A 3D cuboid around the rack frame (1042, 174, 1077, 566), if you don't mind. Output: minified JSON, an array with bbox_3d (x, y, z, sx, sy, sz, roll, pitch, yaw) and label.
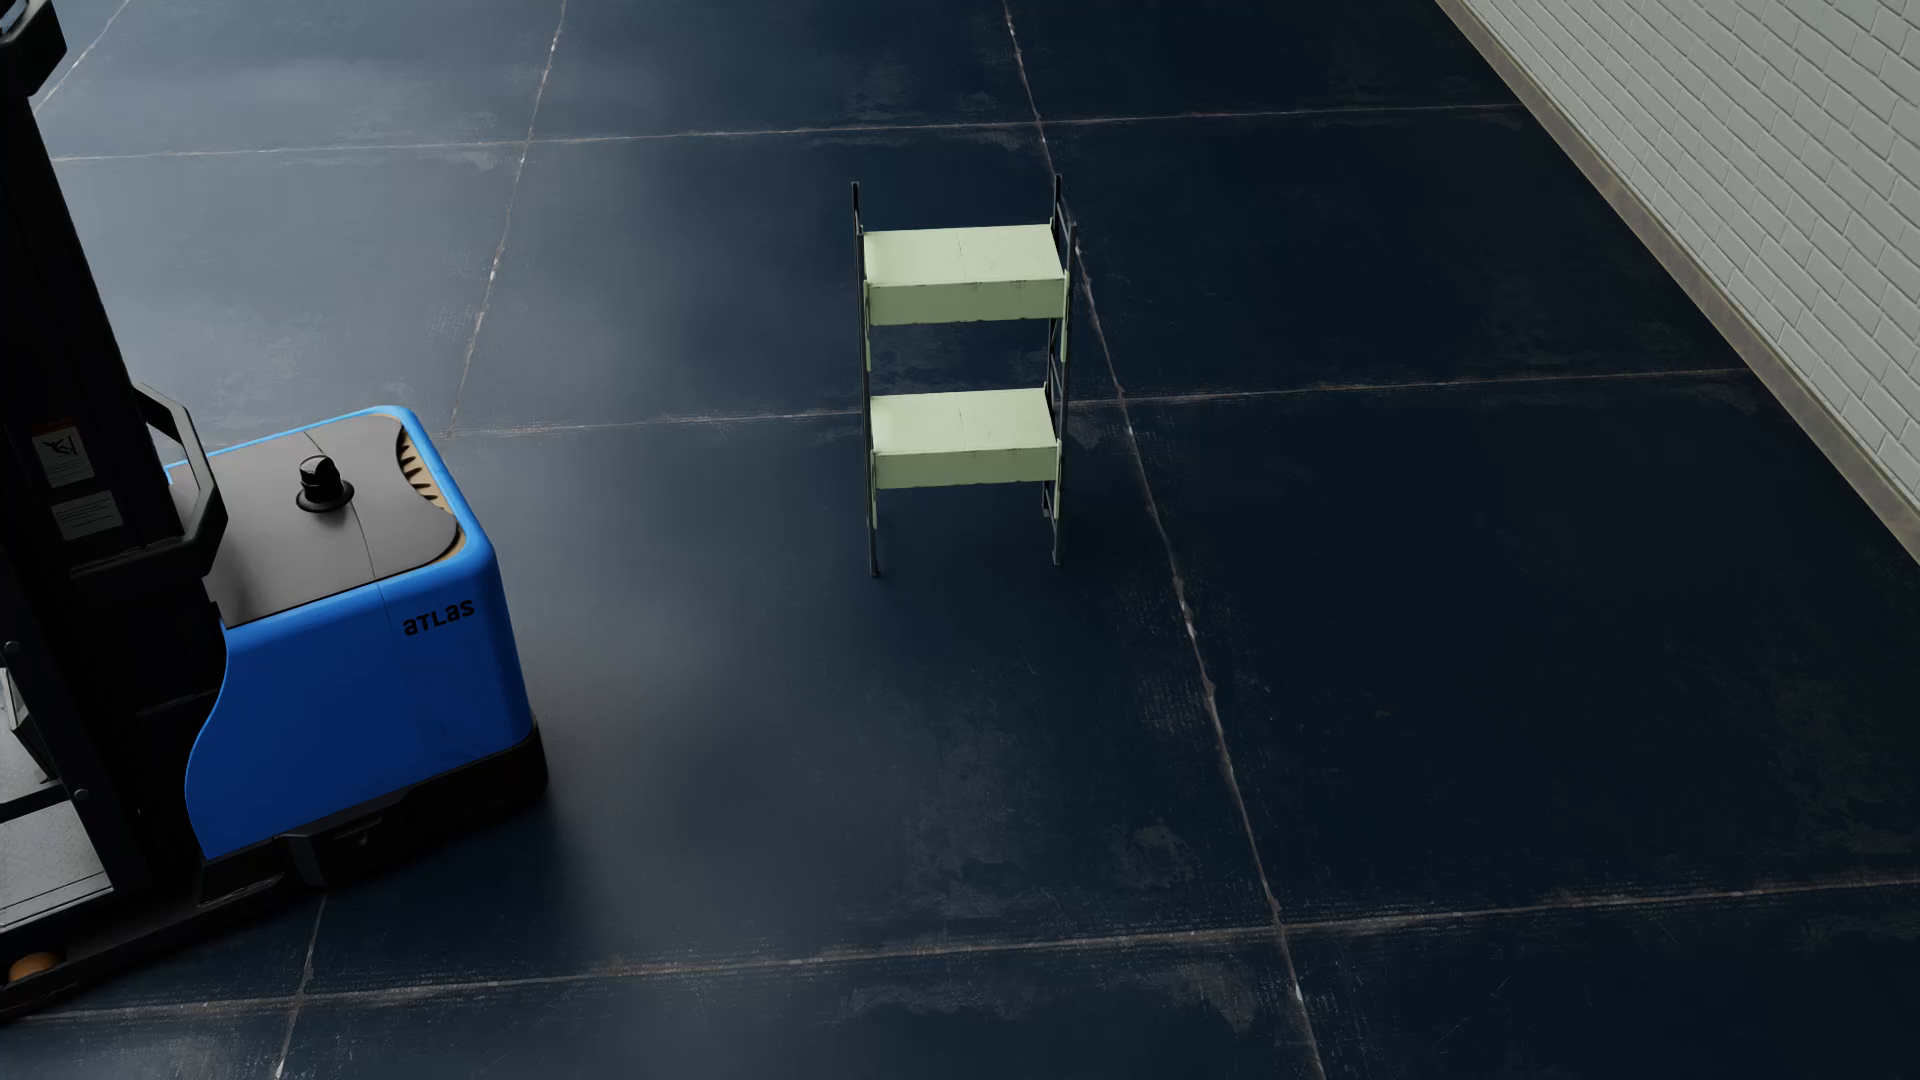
[{"bbox_3d":[0.371,-0.609,6.311,0.023,1.500,0.400,-3,38,-4],"label":"rack frame"}]

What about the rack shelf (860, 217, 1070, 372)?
[{"bbox_3d":[0.007,-0.896,6.044,0.720,0.370,0.431,-3,38,-4],"label":"rack shelf"}]

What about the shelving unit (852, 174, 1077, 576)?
[{"bbox_3d":[0.007,-0.589,6.286,0.755,1.500,0.431,-3,38,-4],"label":"shelving unit"}]

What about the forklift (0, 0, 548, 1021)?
[{"bbox_3d":[-2.923,-0.069,4.471,3.031,2.935,1.130,-20,42,-23],"label":"forklift"}]

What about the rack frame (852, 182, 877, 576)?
[{"bbox_3d":[-0.358,-0.569,6.260,0.023,1.500,0.400,-3,38,-4],"label":"rack frame"}]

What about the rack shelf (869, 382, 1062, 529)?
[{"bbox_3d":[0.007,-0.333,6.488,0.720,0.370,0.431,-3,38,-4],"label":"rack shelf"}]
